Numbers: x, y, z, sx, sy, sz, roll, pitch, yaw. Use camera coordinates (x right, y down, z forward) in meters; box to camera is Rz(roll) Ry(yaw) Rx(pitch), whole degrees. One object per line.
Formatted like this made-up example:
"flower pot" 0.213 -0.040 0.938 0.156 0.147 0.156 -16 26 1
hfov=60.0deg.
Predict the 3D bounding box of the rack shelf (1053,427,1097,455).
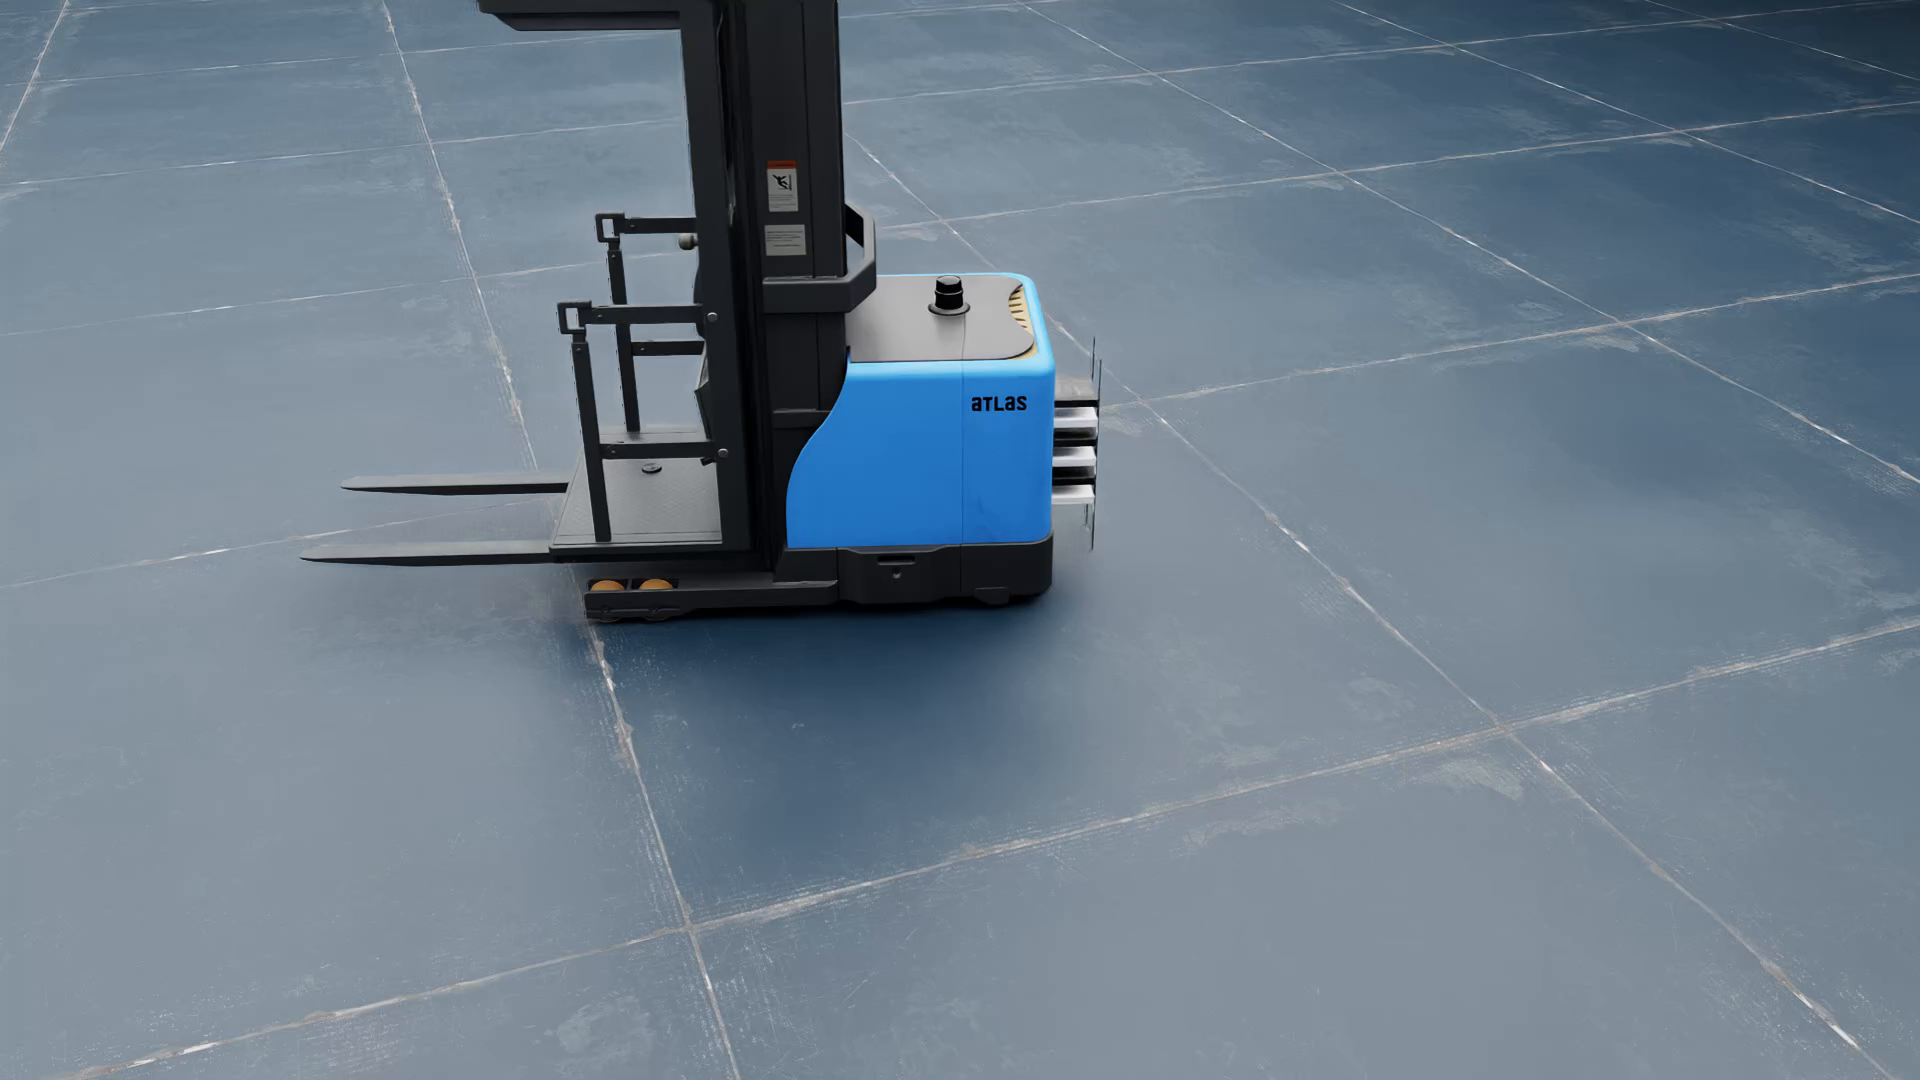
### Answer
"rack shelf" 0.463 -0.446 7.009 0.200 0.077 0.258 -1 30 -3

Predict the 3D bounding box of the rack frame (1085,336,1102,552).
"rack frame" 0.564 -0.399 7.042 0.006 0.900 0.240 -1 30 -3

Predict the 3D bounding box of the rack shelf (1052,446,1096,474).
"rack shelf" 0.463 -0.368 7.054 0.200 0.077 0.258 -1 30 -3

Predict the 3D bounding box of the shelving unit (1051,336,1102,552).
"shelving unit" 0.463 -0.397 7.037 0.210 0.900 0.258 -1 30 -3

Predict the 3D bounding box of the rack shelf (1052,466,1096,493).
"rack shelf" 0.463 -0.290 7.098 0.200 0.077 0.258 -1 30 -3

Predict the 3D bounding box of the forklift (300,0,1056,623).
"forklift" -1.158 -1.212 6.416 3.031 2.935 1.130 -1 30 -3

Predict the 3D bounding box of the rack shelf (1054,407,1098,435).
"rack shelf" 0.463 -0.524 6.965 0.200 0.077 0.258 -1 30 -3

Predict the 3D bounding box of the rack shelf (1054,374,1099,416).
"rack shelf" 0.463 -0.602 6.920 0.200 0.077 0.258 -1 30 -3

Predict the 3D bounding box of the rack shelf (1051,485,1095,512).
"rack shelf" 0.463 -0.211 7.143 0.200 0.077 0.258 -1 30 -3
